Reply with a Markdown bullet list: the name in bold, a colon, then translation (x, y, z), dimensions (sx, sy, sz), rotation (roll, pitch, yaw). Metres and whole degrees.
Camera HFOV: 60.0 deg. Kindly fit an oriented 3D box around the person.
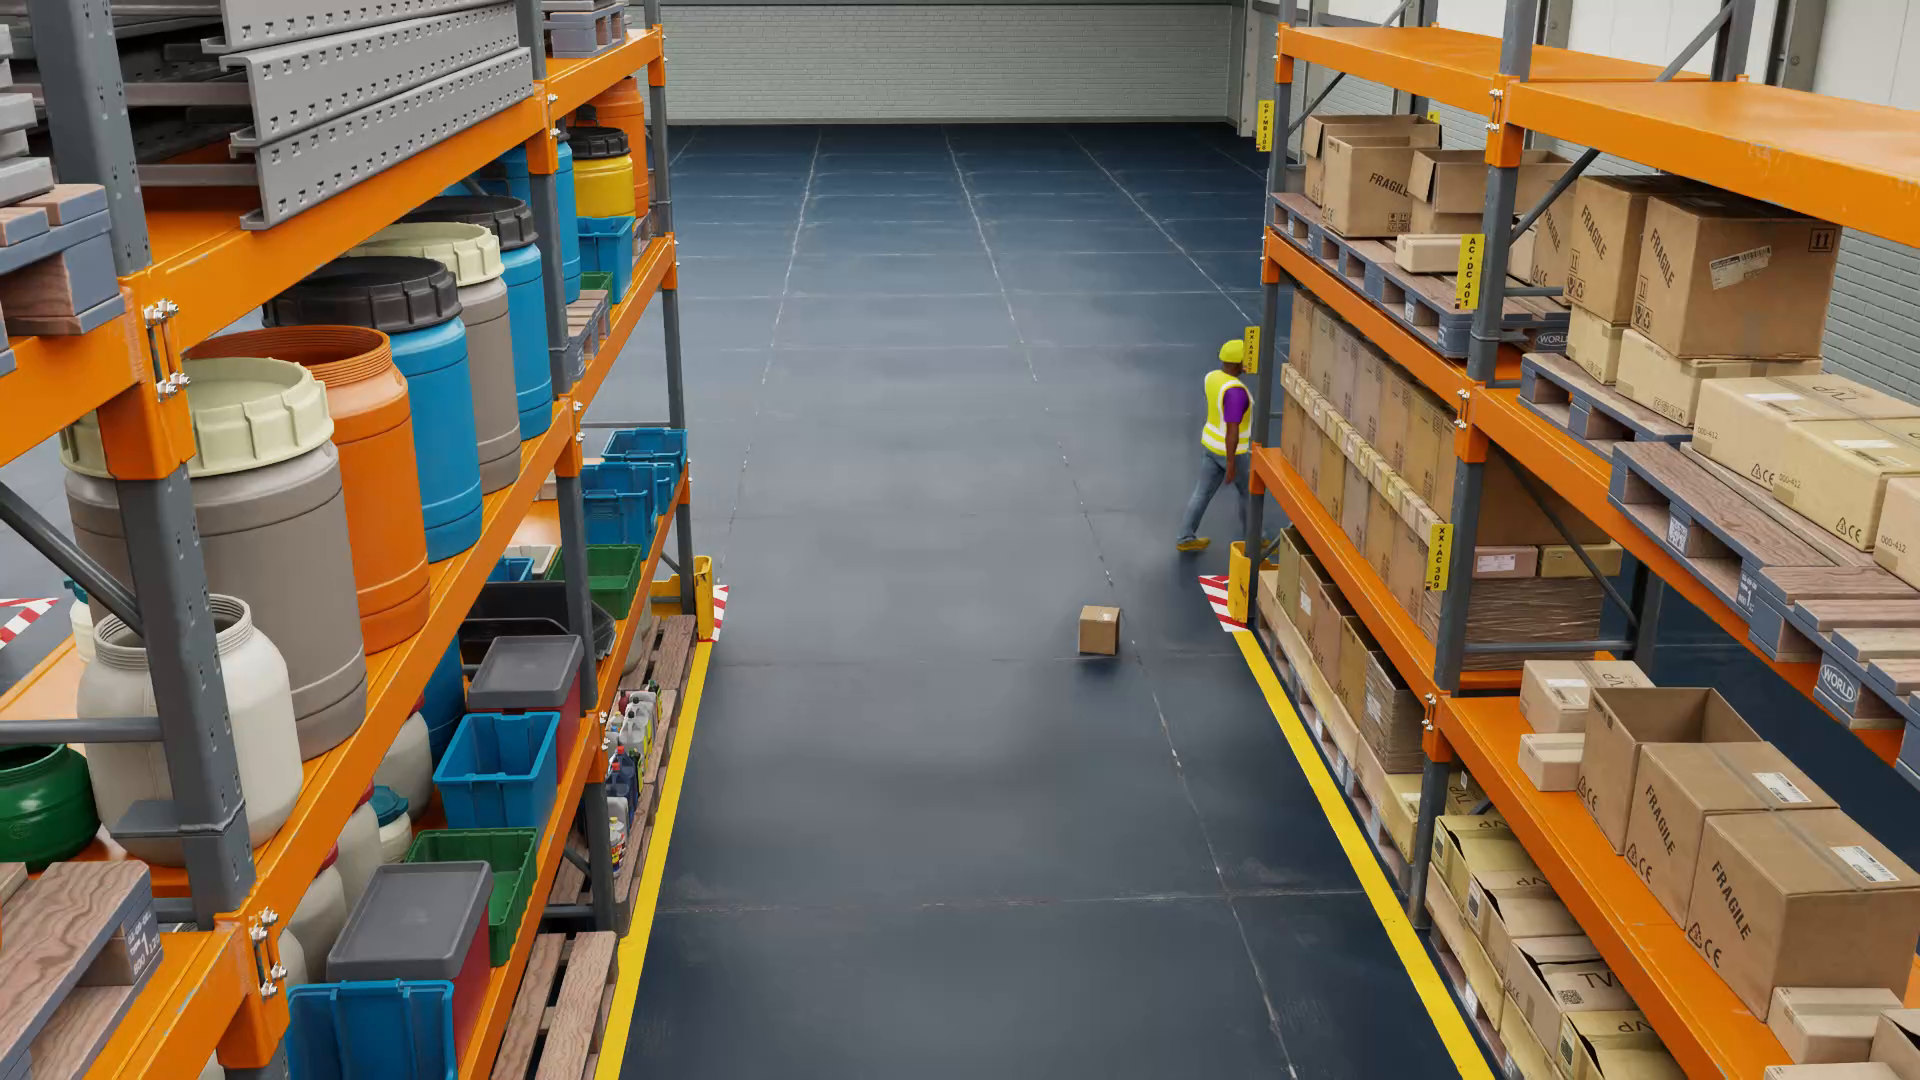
- **person**: translation (2.155, -0.719, 13.004), dimensions (0.869, 1.767, 0.656), rotation (-7, 21, -18)
